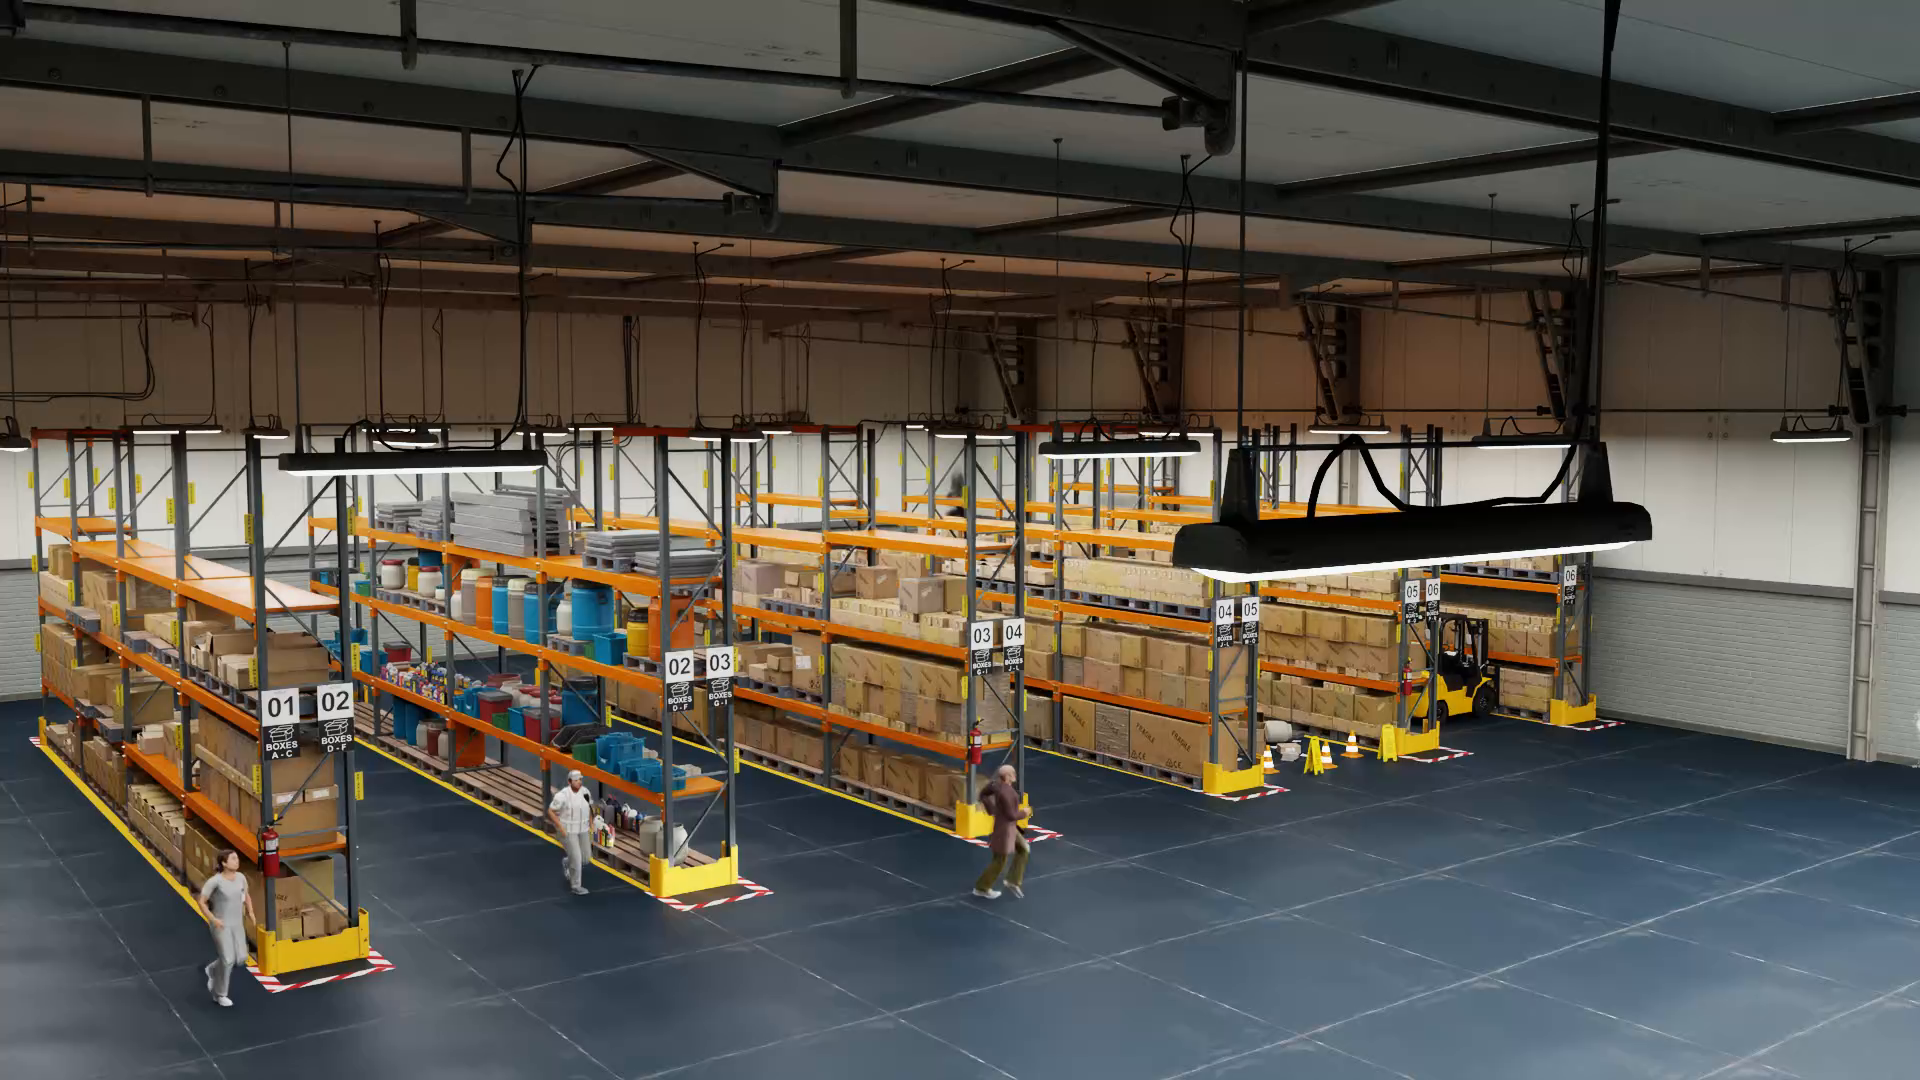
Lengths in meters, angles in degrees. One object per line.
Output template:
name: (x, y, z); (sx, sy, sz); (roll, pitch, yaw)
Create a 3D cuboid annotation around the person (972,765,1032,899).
person: (0.539, 3.779, 21.384); (0.774, 1.813, 0.654); (0, 4, -2)

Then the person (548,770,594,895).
person: (-5.100, 3.799, 21.801); (0.636, 1.623, 0.660); (-4, 6, -44)

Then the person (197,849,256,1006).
person: (-7.871, 4.126, 17.844); (0.546, 1.630, 0.623); (3, 5, 29)
